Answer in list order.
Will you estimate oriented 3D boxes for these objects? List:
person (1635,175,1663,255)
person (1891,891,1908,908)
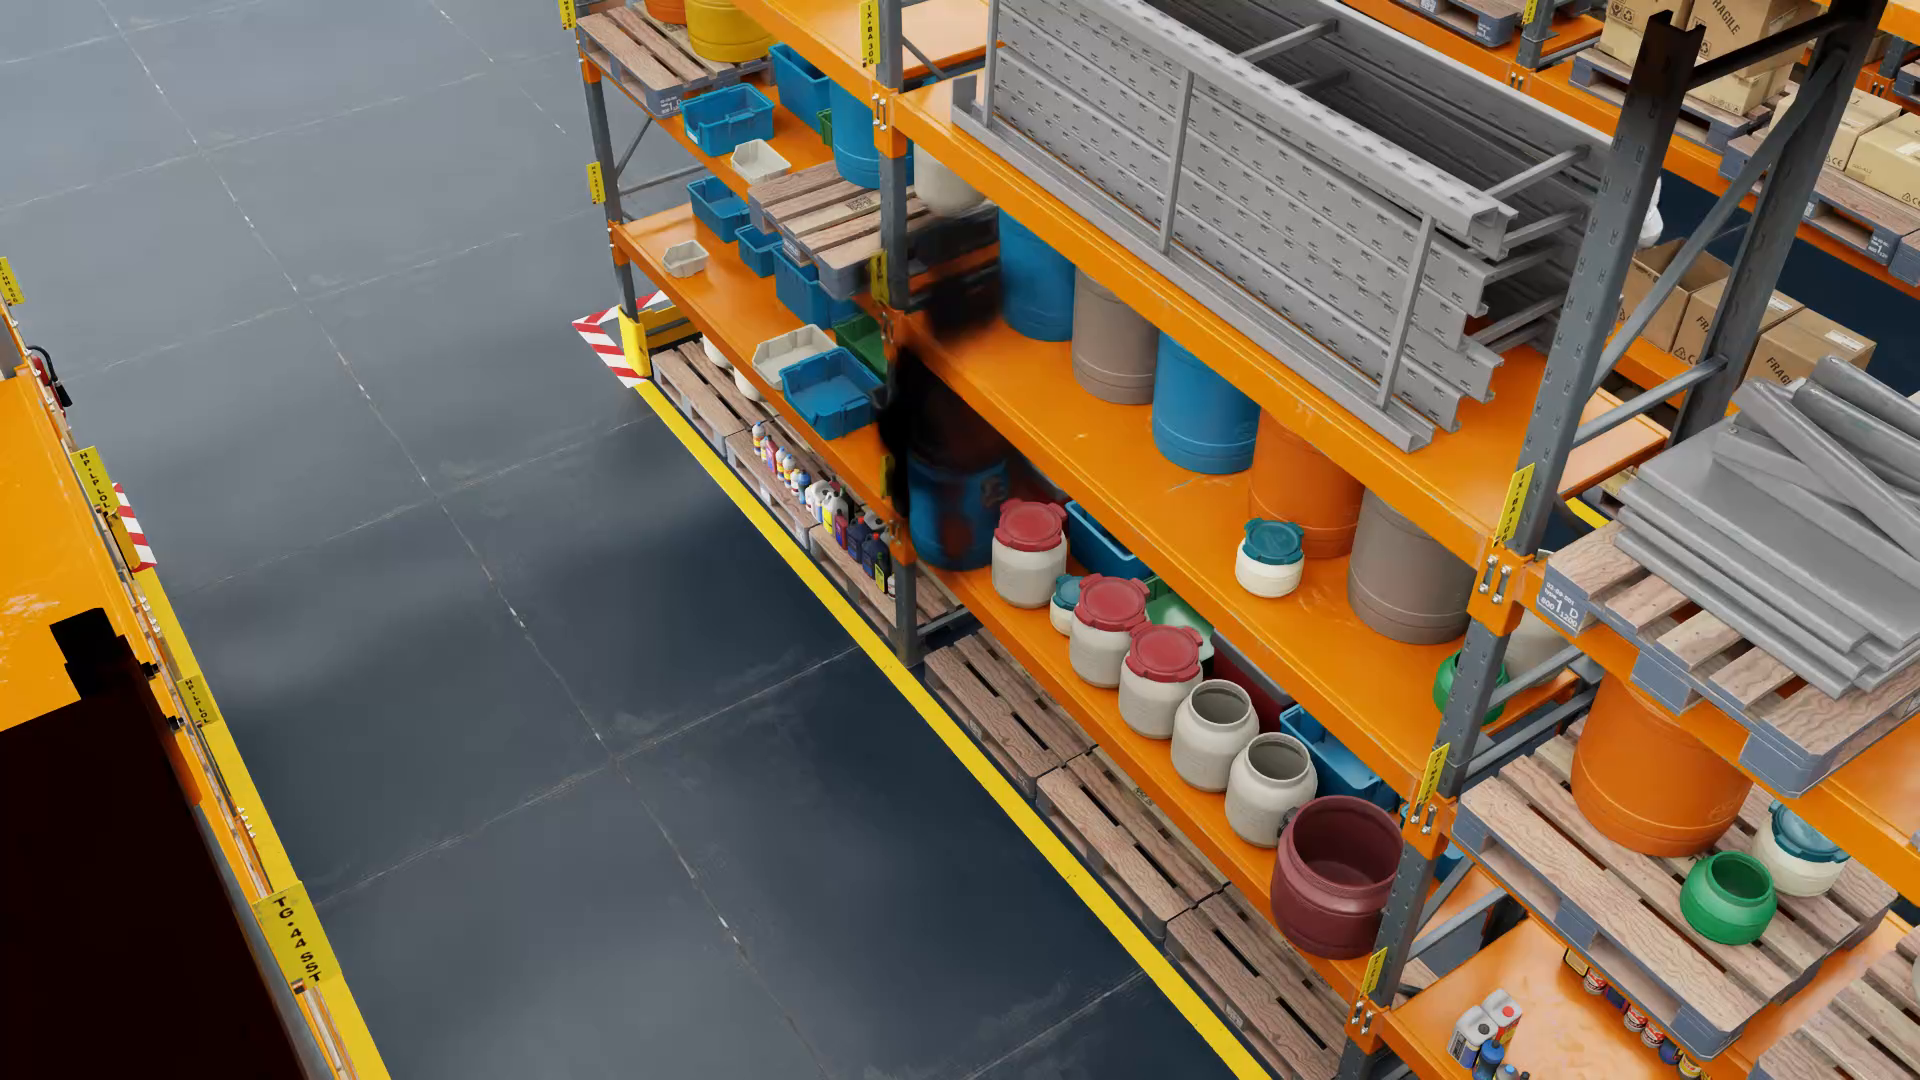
[{"bbox_3d":[5.398,-2.453,13.352,0.816,1.483,0.641,26,49,26],"label":"person"},{"bbox_3d":[4.977,1.447,8.950,0.707,1.692,0.699,30,50,29],"label":"person"}]
